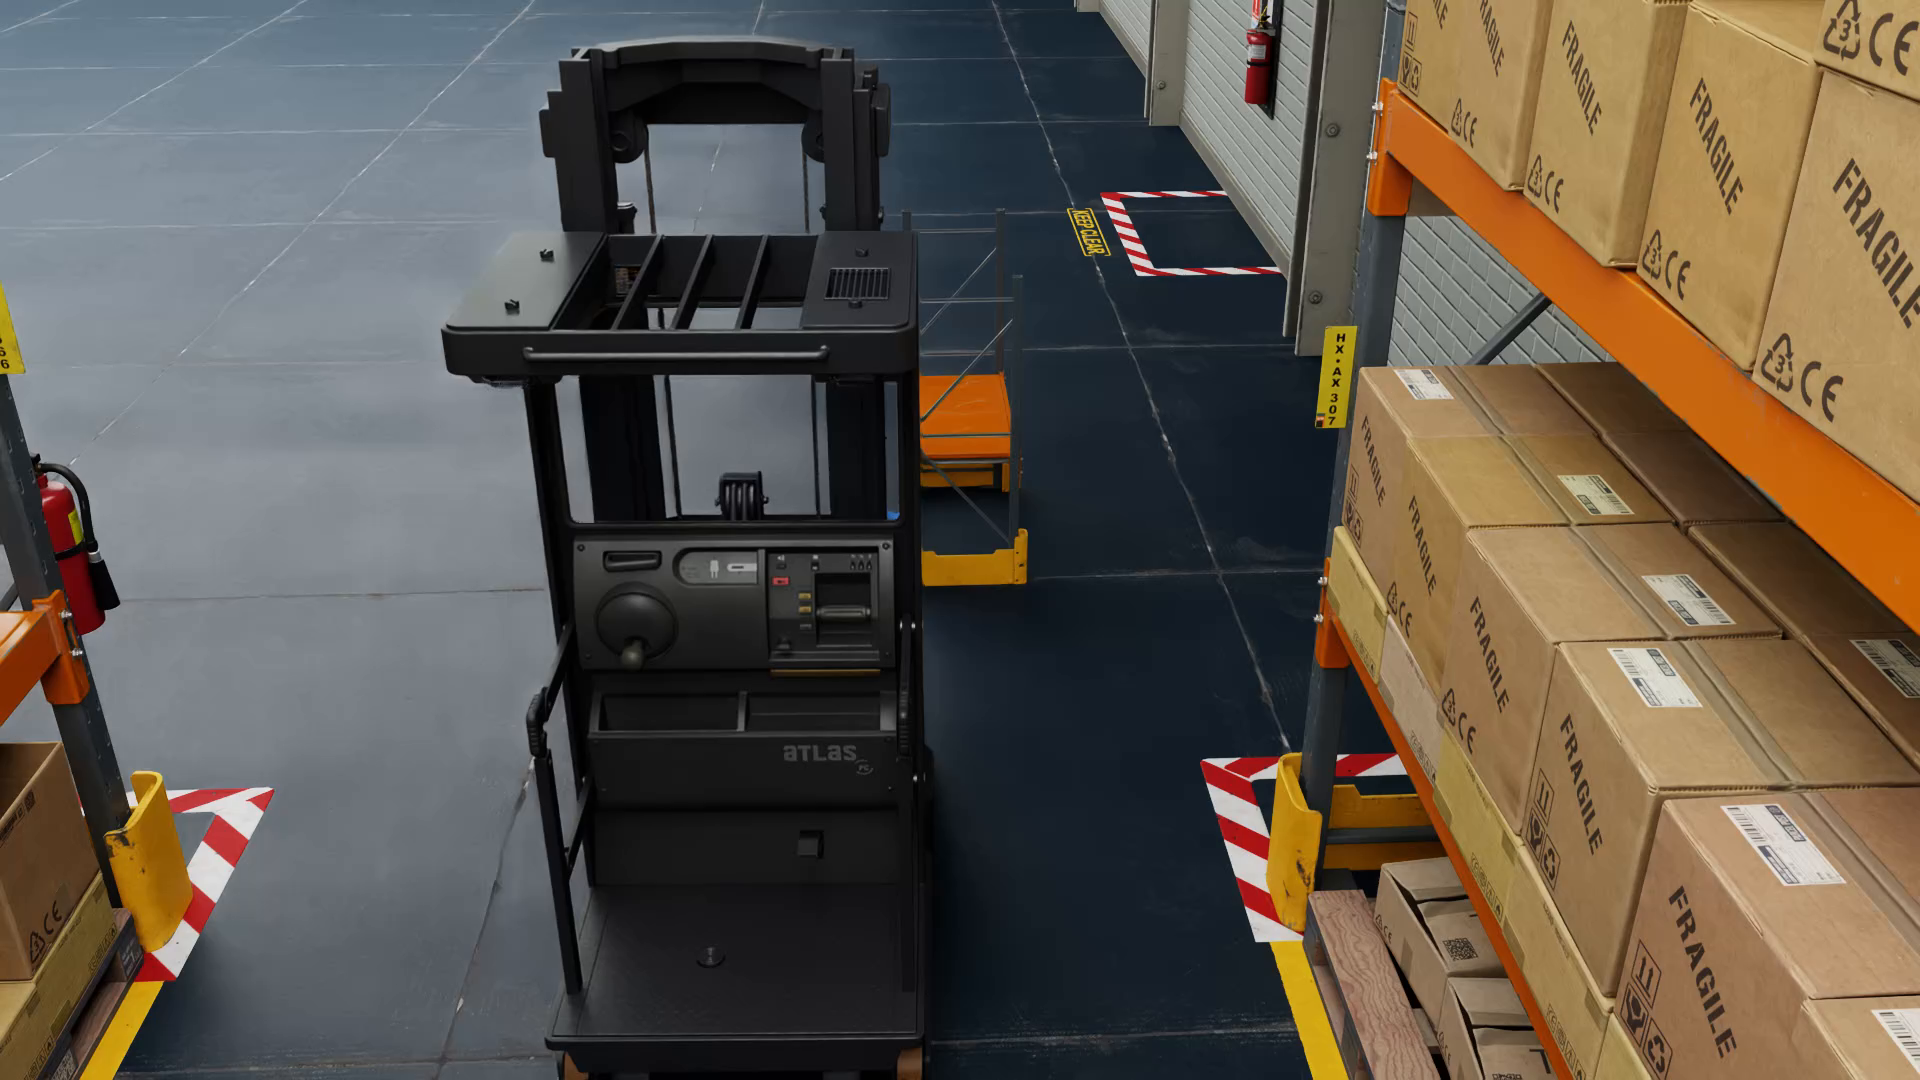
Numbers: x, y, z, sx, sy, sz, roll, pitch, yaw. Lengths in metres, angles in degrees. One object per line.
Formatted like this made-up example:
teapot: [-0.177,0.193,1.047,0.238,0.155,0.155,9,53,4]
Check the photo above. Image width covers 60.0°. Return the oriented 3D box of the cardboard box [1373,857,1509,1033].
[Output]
cardboard box: [1.623,1.201,5.135,0.500,0.311,0.500,-4,28,-8]

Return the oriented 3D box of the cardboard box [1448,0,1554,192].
cardboard box: [1.437,-1.091,3.725,0.500,0.500,0.500,0,28,1]

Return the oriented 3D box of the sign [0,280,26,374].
sign: [-2.727,-0.621,4.689,0.100,0.325,0.005,-1,28,-3]

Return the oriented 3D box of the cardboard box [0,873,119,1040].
cardboard box: [-2.947,1.277,5.077,0.500,0.250,0.500,-1,28,-3]

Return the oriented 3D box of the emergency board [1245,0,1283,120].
emergency board: [2.173,-3.728,12.154,0.194,1.169,0.643,-1,28,-3]

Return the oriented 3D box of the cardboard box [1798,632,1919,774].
cardboard box: [1.988,0.524,3.331,0.500,0.500,0.500,-1,28,-2]

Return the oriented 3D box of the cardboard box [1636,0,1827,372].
cardboard box: [1.517,-0.605,2.792,0.500,0.500,0.500,0,28,1]

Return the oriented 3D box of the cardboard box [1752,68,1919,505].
cardboard box: [1.532,-0.370,2.341,0.500,0.500,0.500,-2,28,-5]

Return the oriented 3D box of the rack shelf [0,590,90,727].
rack shelf: [-3.166,1.246,3.395,1.077,0.370,4.000,-1,28,-3]

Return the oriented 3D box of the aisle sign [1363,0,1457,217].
aisle sign: [1.373,-1.296,4.680,0.394,0.787,0.004,-1,28,-3]

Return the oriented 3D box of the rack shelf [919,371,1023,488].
rack shelf: [-0.004,-0.545,8.062,0.538,0.185,1.000,-1,28,-3]

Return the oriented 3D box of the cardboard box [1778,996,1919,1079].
cardboard box: [1.520,1.014,2.392,0.500,0.500,0.500,-2,28,-3]

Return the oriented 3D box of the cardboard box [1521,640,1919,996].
cardboard box: [1.477,0.541,3.299,0.500,0.500,0.500,-1,28,-1]

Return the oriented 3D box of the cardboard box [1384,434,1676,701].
cardboard box: [1.417,0.064,4.214,0.500,0.500,0.500,-1,28,-2]

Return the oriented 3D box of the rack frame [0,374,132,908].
rack frame: [-3.270,0.004,4.999,1.000,3.000,0.127,-1,28,-3]

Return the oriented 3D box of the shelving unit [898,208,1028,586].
shelving unit: [-0.004,-0.700,7.971,0.587,1.500,1.083,-1,28,-3]

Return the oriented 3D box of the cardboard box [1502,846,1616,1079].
cardboard box: [1.471,0.881,3.457,0.500,0.250,0.500,-1,28,-2]

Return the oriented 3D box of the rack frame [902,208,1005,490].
rack frame: [-0.031,-0.939,8.429,0.500,1.500,0.032,-1,28,-3]

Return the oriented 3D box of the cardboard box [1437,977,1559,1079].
cardboard box: [1.653,1.465,4.630,0.500,0.311,0.500,1,28,2]

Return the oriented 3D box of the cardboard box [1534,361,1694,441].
cardboard box: [1.914,-0.180,4.681,0.500,0.500,0.500,-2,28,-3]

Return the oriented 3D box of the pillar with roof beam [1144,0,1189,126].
pillar with roof beam: [-2.349,-7.913,13.691,9.100,9.000,0.400,-1,28,-3]

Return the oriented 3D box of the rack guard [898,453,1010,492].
rack guard: [-0.030,-0.376,8.701,0.587,0.250,0.087,-1,28,-3]

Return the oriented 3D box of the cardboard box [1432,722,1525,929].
cardboard box: [1.447,0.648,3.904,0.500,0.250,0.500,-2,28,-3]

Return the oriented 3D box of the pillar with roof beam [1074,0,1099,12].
pillar with roof beam: [-2.662,-10.684,19.003,9.100,9.000,0.400,-1,28,-3]

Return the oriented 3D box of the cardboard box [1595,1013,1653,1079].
cardboard box: [1.499,1.114,3.011,0.500,0.250,0.500,-2,28,-3]

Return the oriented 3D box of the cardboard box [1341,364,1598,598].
cardboard box: [1.401,-0.165,4.652,0.500,0.500,0.500,-1,28,-3]

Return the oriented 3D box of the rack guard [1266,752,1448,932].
rack guard: [1.681,1.026,5.742,1.175,0.500,0.348,-1,28,-3]

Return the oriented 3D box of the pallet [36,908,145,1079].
pallet: [-3.188,1.592,4.969,1.003,0.211,1.213,-1,28,-3]

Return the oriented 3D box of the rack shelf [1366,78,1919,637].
rack shelf: [1.781,-0.205,2.933,1.077,0.370,4.000,-1,28,-3]

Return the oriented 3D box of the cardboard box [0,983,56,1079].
cardboard box: [-2.909,1.508,4.634,0.500,0.250,0.500,-1,28,-3]

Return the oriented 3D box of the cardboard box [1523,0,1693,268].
cardboard box: [1.468,-0.852,3.266,0.500,0.500,0.500,0,28,0]

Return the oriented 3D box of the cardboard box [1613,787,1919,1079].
cardboard box: [1.505,0.781,2.839,0.500,0.500,0.500,-2,28,-4]

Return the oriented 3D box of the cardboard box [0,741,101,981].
cardboard box: [-2.945,0.945,4.903,0.500,0.500,0.500,-1,28,-3]

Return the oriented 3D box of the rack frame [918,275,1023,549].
rack frame: [0.022,-0.470,7.529,0.500,1.500,0.032,-1,28,-3]

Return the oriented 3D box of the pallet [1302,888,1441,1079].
pallet: [1.688,1.530,5.088,1.003,0.211,1.213,-1,28,-3]

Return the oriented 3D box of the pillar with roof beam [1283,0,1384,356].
pillar with roof beam: [-2.035,-5.142,8.378,9.100,9.000,0.400,-1,28,-3]

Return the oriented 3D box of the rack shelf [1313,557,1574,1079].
rack shelf: [1.781,1.125,3.627,1.077,0.370,4.000,-1,28,-3]

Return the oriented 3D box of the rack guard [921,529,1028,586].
rack guard: [0.022,0.084,7.819,0.587,0.250,0.087,-1,28,-3]

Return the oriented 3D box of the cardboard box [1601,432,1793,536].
cardboard box: [1.930,0.053,4.235,0.500,0.500,0.500,-1,28,-2]

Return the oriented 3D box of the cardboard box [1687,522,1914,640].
cardboard box: [1.961,0.292,3.777,0.500,0.500,0.500,-2,28,-4]

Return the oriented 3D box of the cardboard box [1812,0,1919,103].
cardboard box: [1.512,-0.815,2.115,0.500,0.500,0.500,-2,28,-4]

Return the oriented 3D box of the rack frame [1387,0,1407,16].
rack frame: [1.677,-2.777,3.844,1.000,3.000,0.127,-1,28,-3]

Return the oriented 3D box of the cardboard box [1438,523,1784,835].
cardboard box: [1.438,0.303,3.756,0.500,0.500,0.500,-2,28,-4]

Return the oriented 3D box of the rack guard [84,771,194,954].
rack guard: [-3.271,1.101,5.598,1.175,0.500,0.348,-1,28,-3]

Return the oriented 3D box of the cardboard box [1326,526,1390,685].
cardboard box: [1.385,0.173,4.815,0.500,0.250,0.500,-2,28,-4]

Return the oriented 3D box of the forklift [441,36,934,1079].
forklift: [-0.651,0.223,4.654,1.130,2.935,3.031,0,28,-1]

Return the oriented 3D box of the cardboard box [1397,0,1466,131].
cardboard box: [1.444,-1.340,4.203,0.500,0.500,0.500,-1,28,-1]

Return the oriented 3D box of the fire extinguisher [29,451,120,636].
fire extinguisher: [-2.812,-0.028,5.143,0.296,0.674,0.183,-1,28,-3]

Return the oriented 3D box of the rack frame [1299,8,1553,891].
rack frame: [1.677,-0.118,5.232,1.000,3.000,0.127,-1,28,-3]

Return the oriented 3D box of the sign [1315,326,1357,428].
sign: [1.135,-0.488,5.006,0.100,0.325,0.005,-1,28,-3]

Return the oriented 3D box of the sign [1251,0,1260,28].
sign: [2.247,-4.002,12.641,0.001,0.329,0.234,-1,28,-3]

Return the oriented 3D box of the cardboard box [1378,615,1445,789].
cardboard box: [1.426,0.413,4.356,0.500,0.250,0.500,-2,28,-4]
